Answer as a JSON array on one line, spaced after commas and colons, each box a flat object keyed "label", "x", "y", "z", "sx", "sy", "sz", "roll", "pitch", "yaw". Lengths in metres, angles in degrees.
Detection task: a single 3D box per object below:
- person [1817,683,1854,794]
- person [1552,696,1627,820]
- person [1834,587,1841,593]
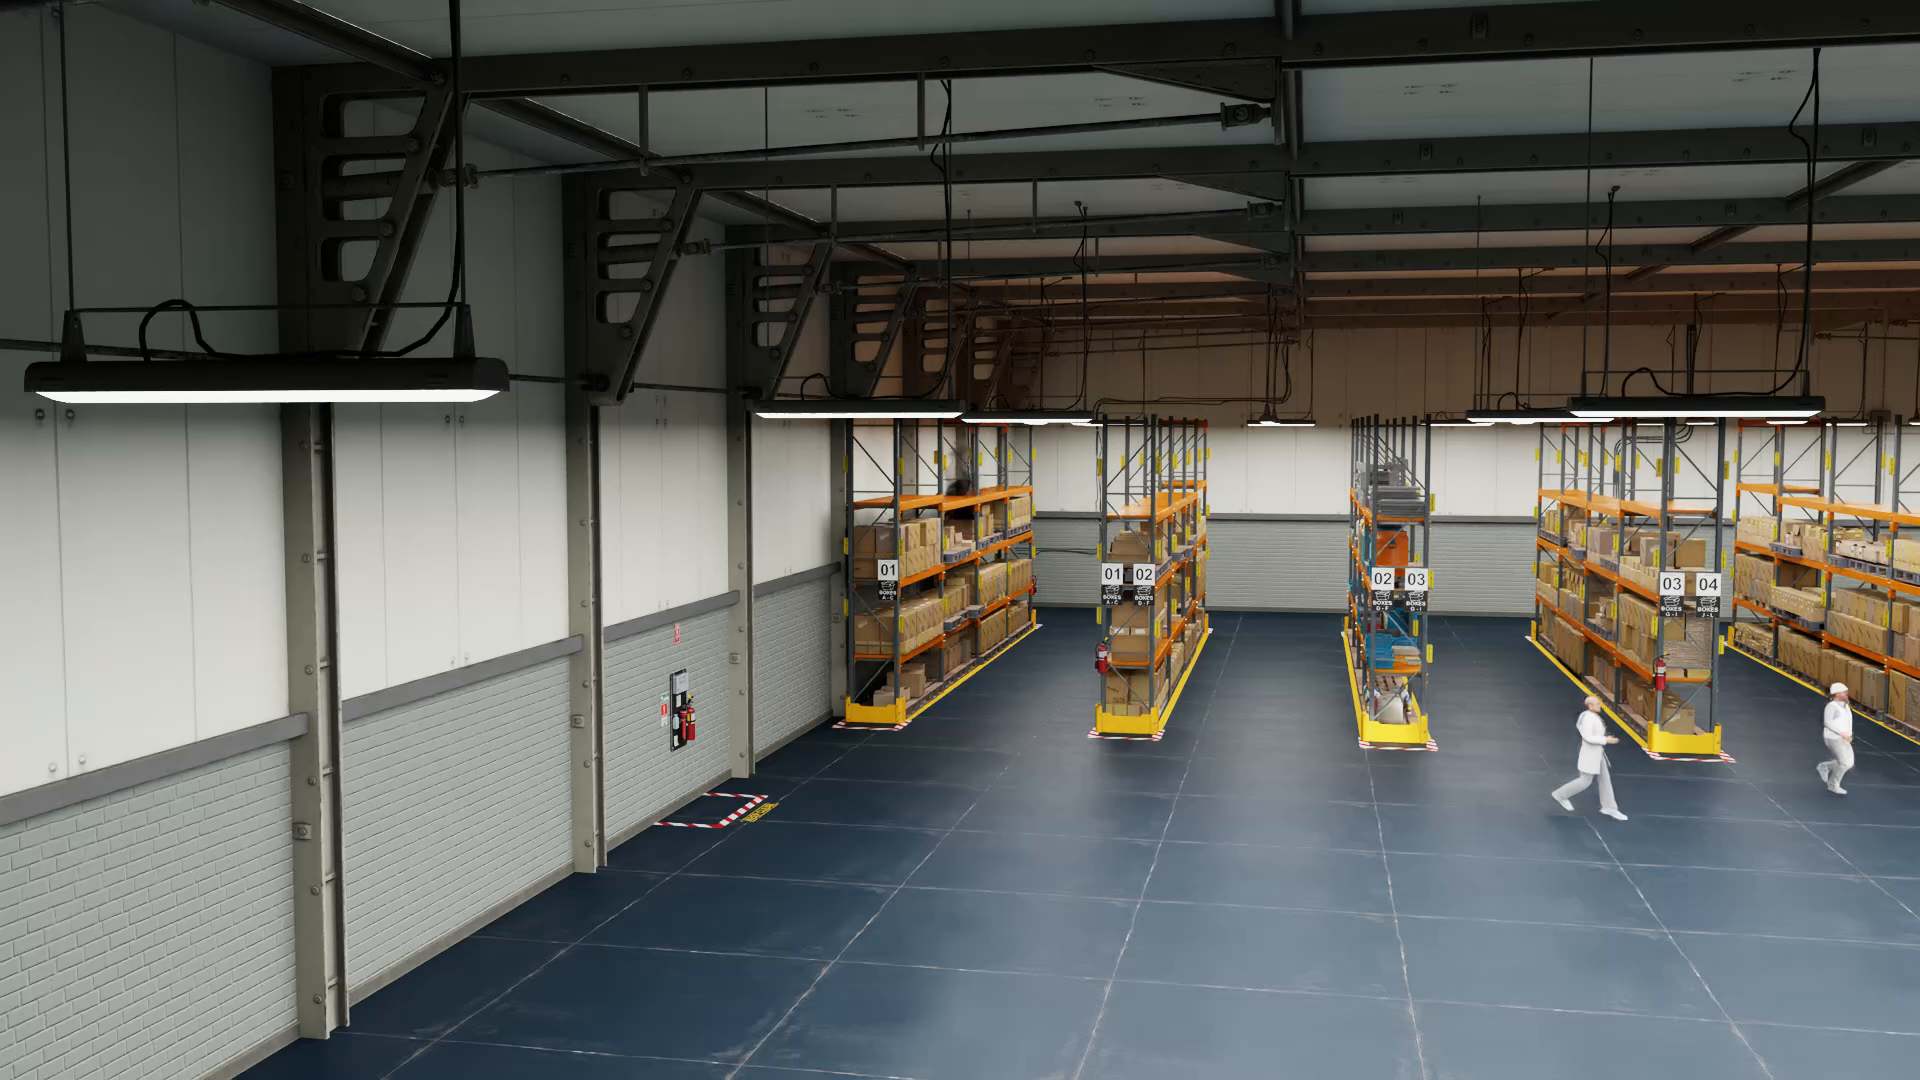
[{"label": "person", "x": 13.841, "y": 3.121, "z": 26.287, "sx": 0.691, "sy": 1.745, "sz": 0.598, "roll": -3, "pitch": 5, "yaw": -41}, {"label": "person", "x": 9.282, "y": 3.191, "z": 24.487, "sx": 1.049, "sy": 1.798, "sz": 0.707, "roll": 2, "pitch": 5, "yaw": 32}, {"label": "person", "x": 23.920, "y": 2.019, "z": 44.668, "sx": 0.915, "sy": 1.528, "sz": 0.578, "roll": 1, "pitch": 4, "yaw": 10}]
